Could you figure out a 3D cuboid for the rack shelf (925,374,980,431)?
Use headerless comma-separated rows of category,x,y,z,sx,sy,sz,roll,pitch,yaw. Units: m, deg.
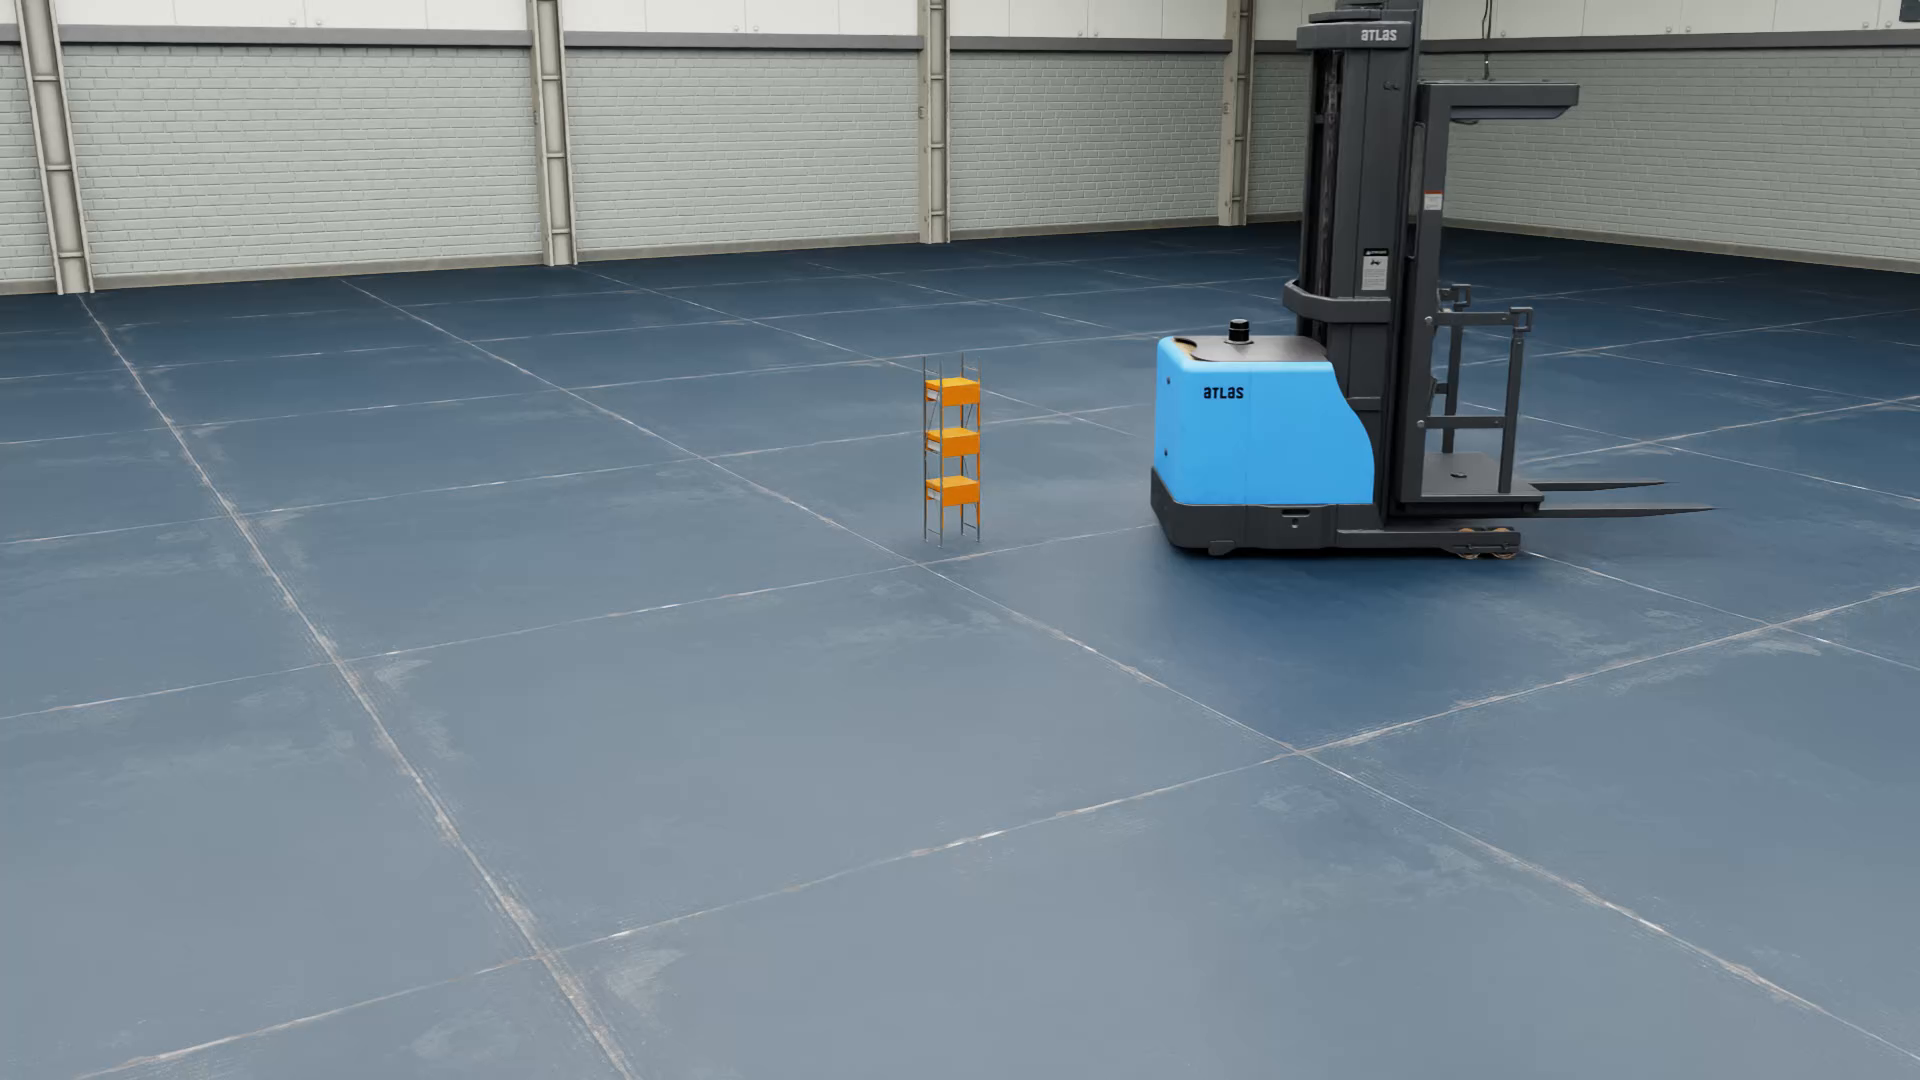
rack shelf,-0.046,-0.761,9.168,0.240,0.259,0.215,-9,18,-30

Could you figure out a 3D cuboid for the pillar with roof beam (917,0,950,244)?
pillar with roof beam,1.818,-8.000,21.276,0.400,9.000,9.100,-9,18,-30

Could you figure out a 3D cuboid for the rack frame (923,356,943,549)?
rack frame,-0.150,-0.481,9.181,0.008,1.050,0.200,-9,18,-30

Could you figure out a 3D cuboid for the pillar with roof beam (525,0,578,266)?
pillar with roof beam,-3.325,-7.166,18.301,0.400,9.000,9.100,-9,18,-30

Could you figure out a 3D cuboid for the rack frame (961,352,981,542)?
rack frame,0.059,-0.515,9.302,0.008,1.050,0.200,-9,18,-30

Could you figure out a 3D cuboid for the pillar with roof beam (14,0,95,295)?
pillar with roof beam,-8.469,-6.332,15.325,0.400,9.000,9.100,-9,18,-30

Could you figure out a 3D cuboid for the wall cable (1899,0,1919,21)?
wall cable,12.826,-9.372,19.871,0.169,6.003,2.305,-9,18,-30

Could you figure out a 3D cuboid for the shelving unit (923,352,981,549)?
shelving unit,-0.046,-0.498,9.242,0.252,1.050,0.215,-9,18,-30

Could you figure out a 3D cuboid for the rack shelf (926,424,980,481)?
rack shelf,-0.046,-0.488,9.244,0.240,0.259,0.215,-9,18,-30

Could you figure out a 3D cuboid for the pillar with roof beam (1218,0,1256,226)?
pillar with roof beam,6.961,-8.834,24.251,0.400,9.000,9.100,-9,18,-30

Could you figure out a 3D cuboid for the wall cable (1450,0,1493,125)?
wall cable,7.950,-8.438,28.593,0.112,2.526,3.097,-9,18,-30

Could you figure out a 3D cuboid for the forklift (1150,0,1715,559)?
forklift,2.660,-1.450,9.153,3.031,2.935,1.130,0,16,-2

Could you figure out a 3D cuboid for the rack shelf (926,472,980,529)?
rack shelf,-0.046,-0.220,9.319,0.240,0.259,0.215,-9,18,-30
